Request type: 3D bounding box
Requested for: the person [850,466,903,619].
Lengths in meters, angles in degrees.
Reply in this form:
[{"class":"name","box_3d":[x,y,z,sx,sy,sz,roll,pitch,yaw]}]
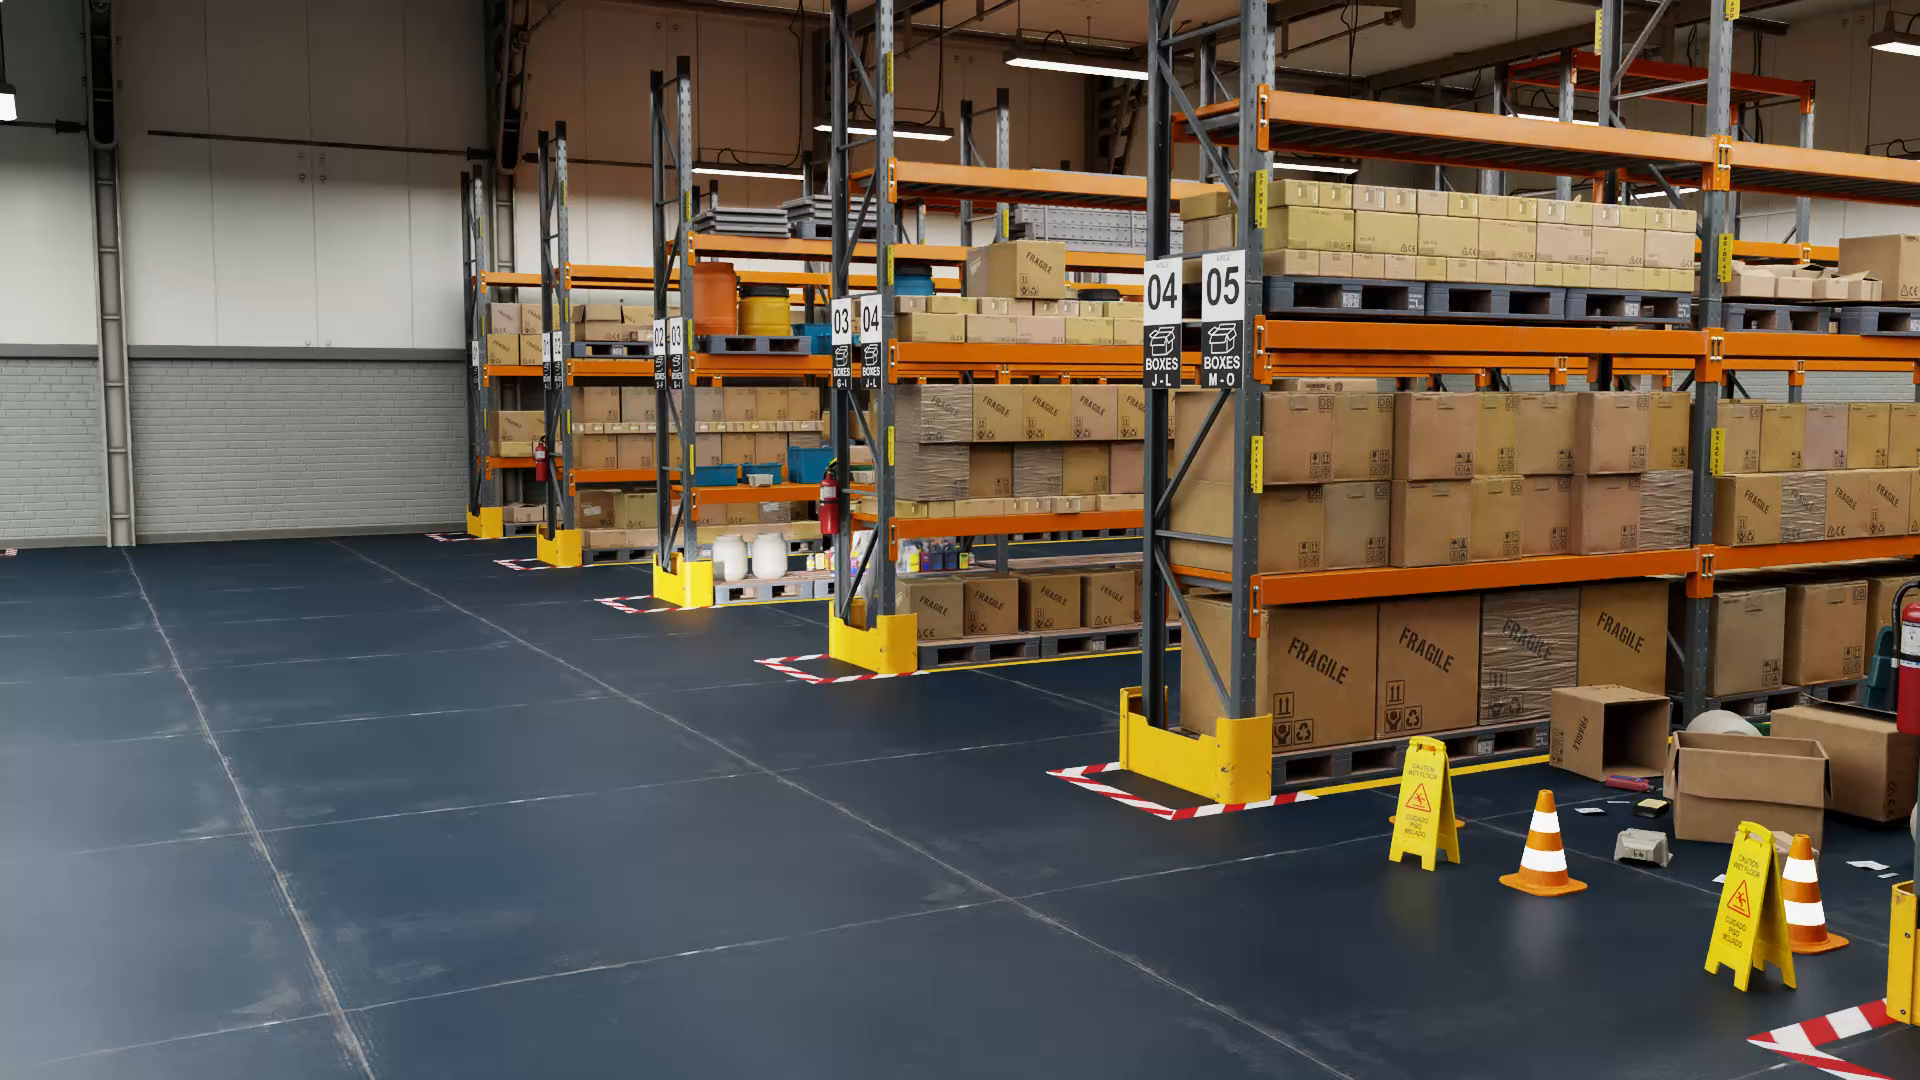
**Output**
[{"class":"person","box_3d":[-0.855,0.072,16.505,1.018,1.633,0.499,-4,7,-41]}]
